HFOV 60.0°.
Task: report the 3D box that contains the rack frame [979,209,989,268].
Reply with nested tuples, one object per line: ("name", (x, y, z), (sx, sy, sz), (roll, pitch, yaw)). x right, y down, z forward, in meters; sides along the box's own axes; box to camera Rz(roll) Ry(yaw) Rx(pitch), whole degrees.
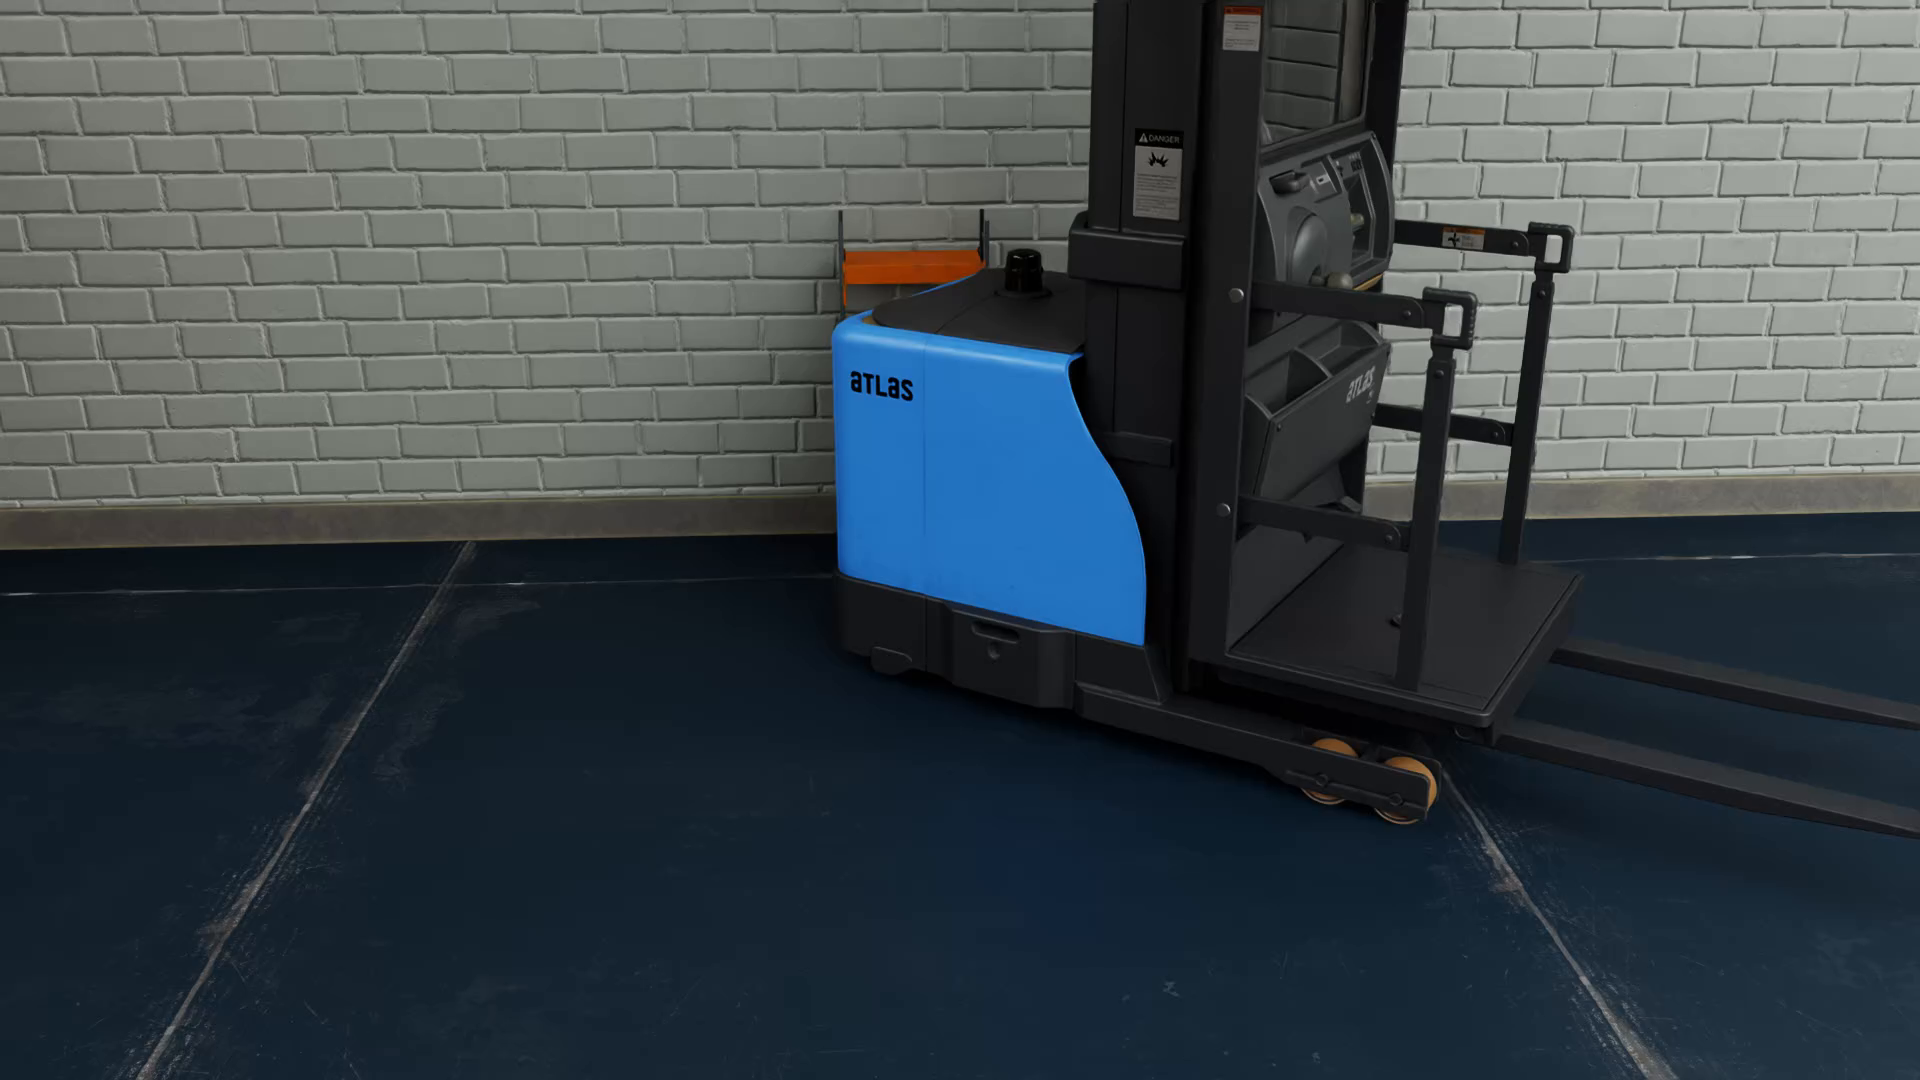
("rack frame", (0.083, -0.545, 5.865), (0.015, 1.200, 0.240), (-1, 21, -4))

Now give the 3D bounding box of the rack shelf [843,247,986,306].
("rack shelf", (-0.161, -0.906, 5.710), (0.480, 0.148, 0.258), (-1, 21, -4))

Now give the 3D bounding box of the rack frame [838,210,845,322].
("rack frame", (-0.404, -0.533, 5.835), (0.015, 1.200, 0.240), (-1, 21, -4))

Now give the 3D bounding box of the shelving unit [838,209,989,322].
("shelving unit", (-0.161, -0.539, 5.850), (0.503, 1.200, 0.258), (-1, 21, -4))

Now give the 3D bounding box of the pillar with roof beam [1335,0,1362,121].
("pillar with roof beam", (1.445, -2.693, 0.548), (0.400, 9.000, 9.100), (-1, 21, -3))

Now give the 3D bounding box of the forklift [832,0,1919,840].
("forklift", (1.143, -0.864, 4.270), (3.031, 2.935, 1.130), (12, 24, 29))

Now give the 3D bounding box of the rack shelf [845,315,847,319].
("rack shelf", (-0.161, -0.685, 5.794), (0.480, 0.148, 0.258), (-1, 21, -4))
